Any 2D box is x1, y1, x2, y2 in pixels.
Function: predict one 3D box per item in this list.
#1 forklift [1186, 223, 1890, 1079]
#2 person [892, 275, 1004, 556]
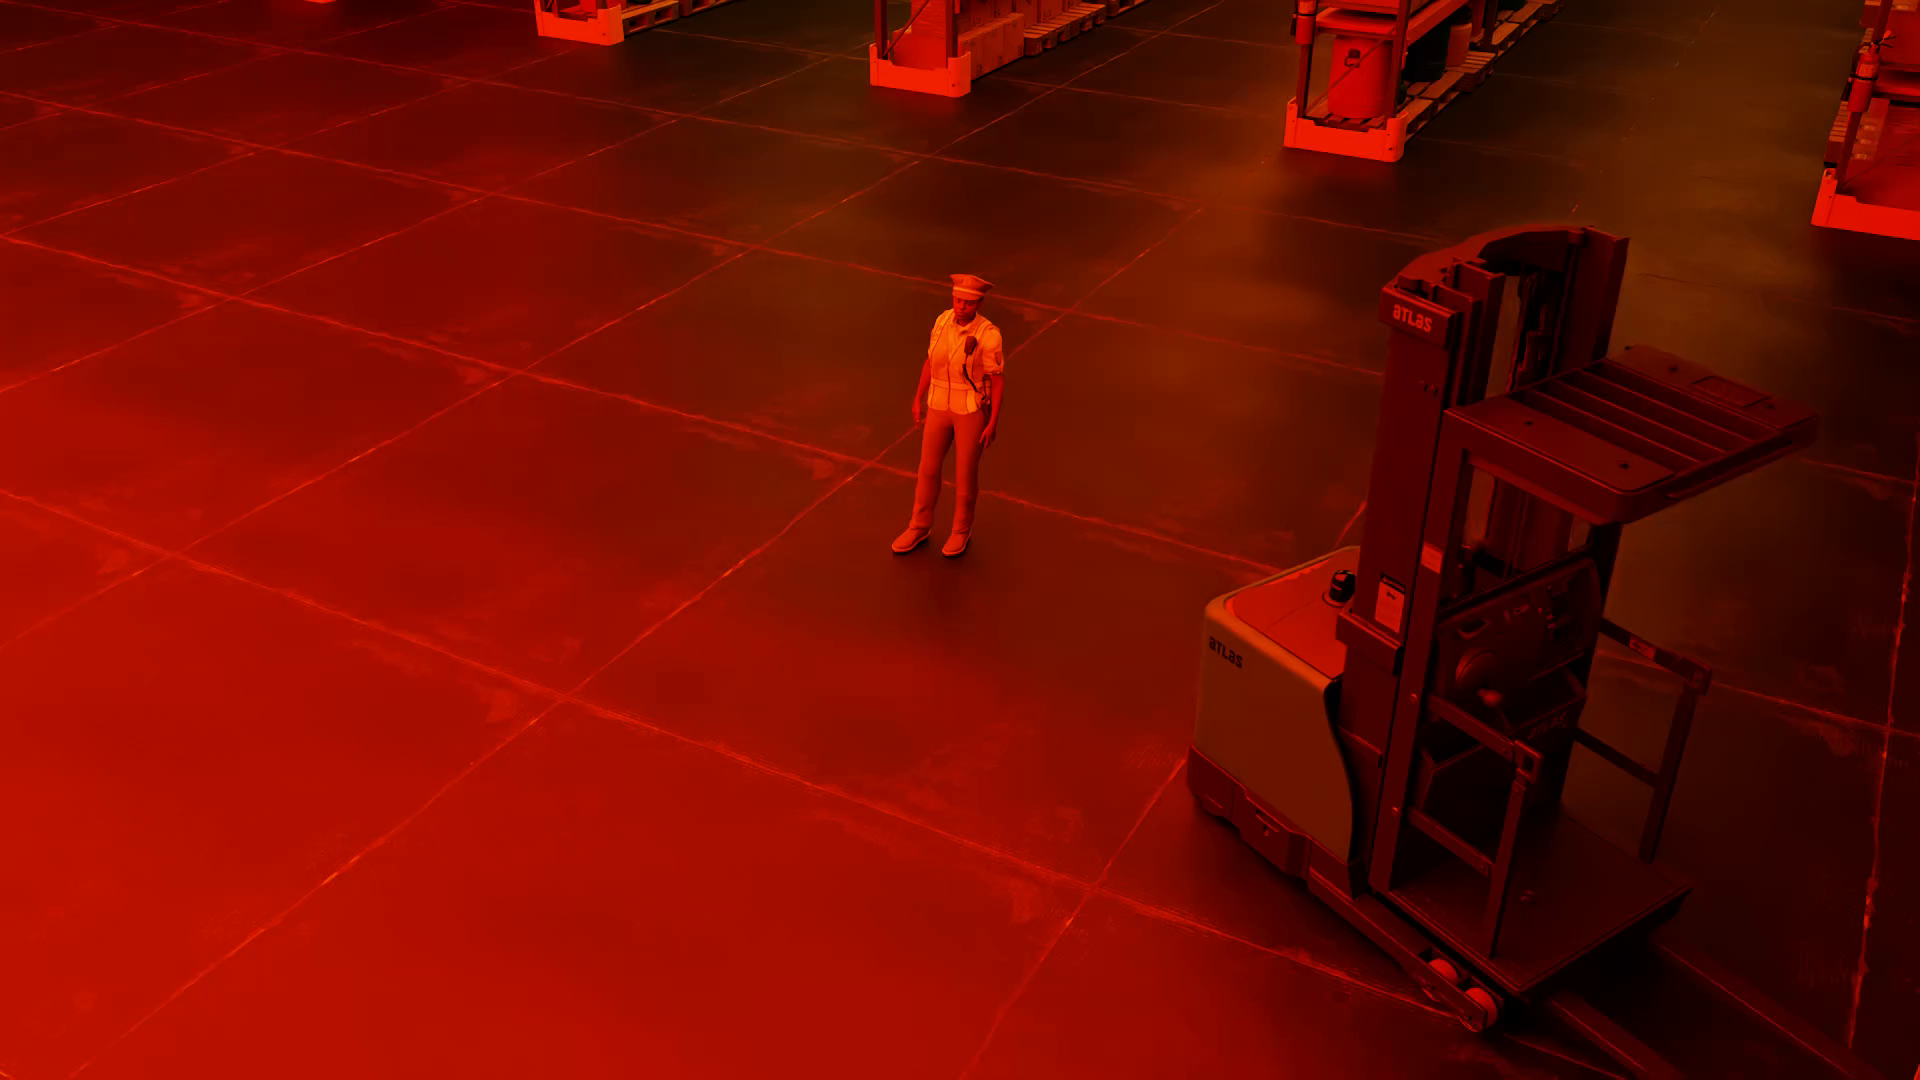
[{"bbox_3d":[2.311,0.410,6.360,1.130,2.935,3.031,-19,35,-29],"label":"forklift"},{"bbox_3d":[-0.053,-0.712,9.527,0.570,1.697,0.528,15,33,25],"label":"person"}]
